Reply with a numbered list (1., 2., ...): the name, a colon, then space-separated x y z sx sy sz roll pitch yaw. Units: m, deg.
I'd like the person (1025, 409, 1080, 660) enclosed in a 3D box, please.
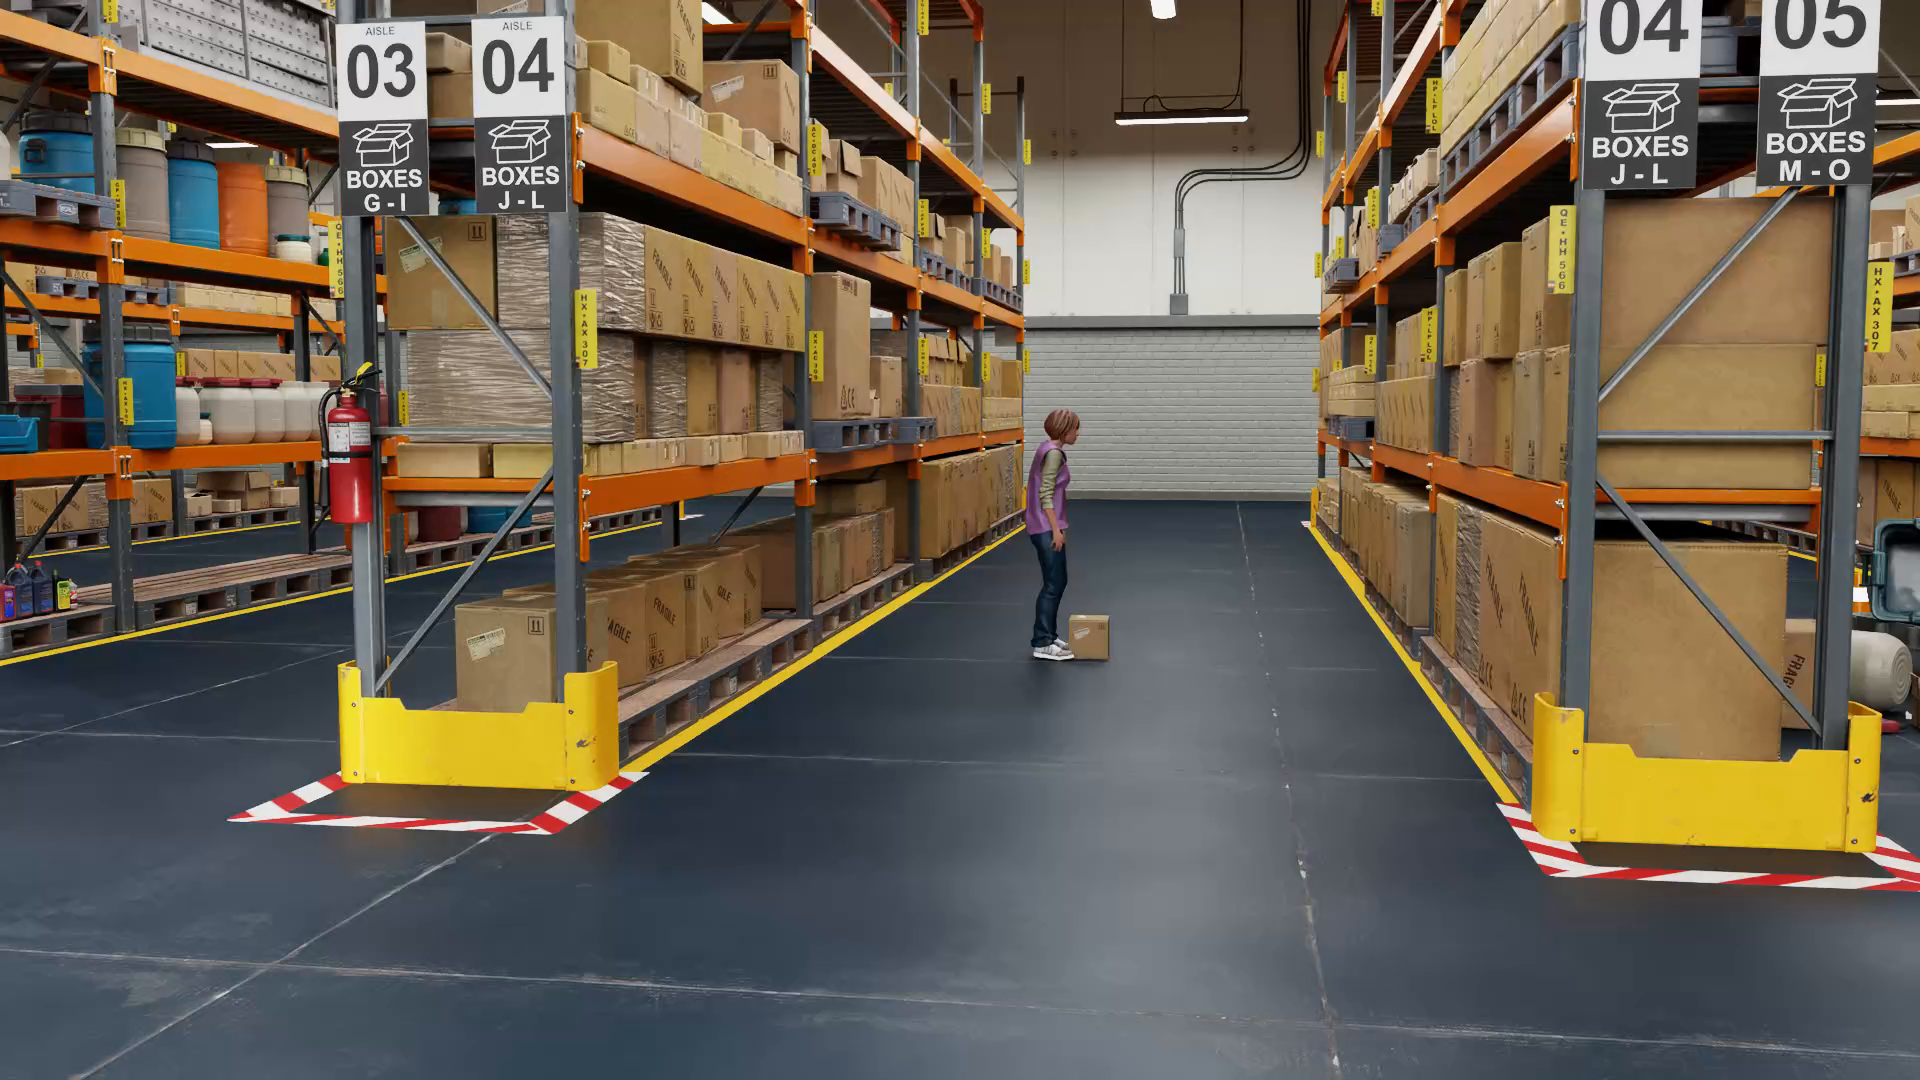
1. person: 0.593 -0.047 10.695 0.344 1.593 0.480 1 5 7
